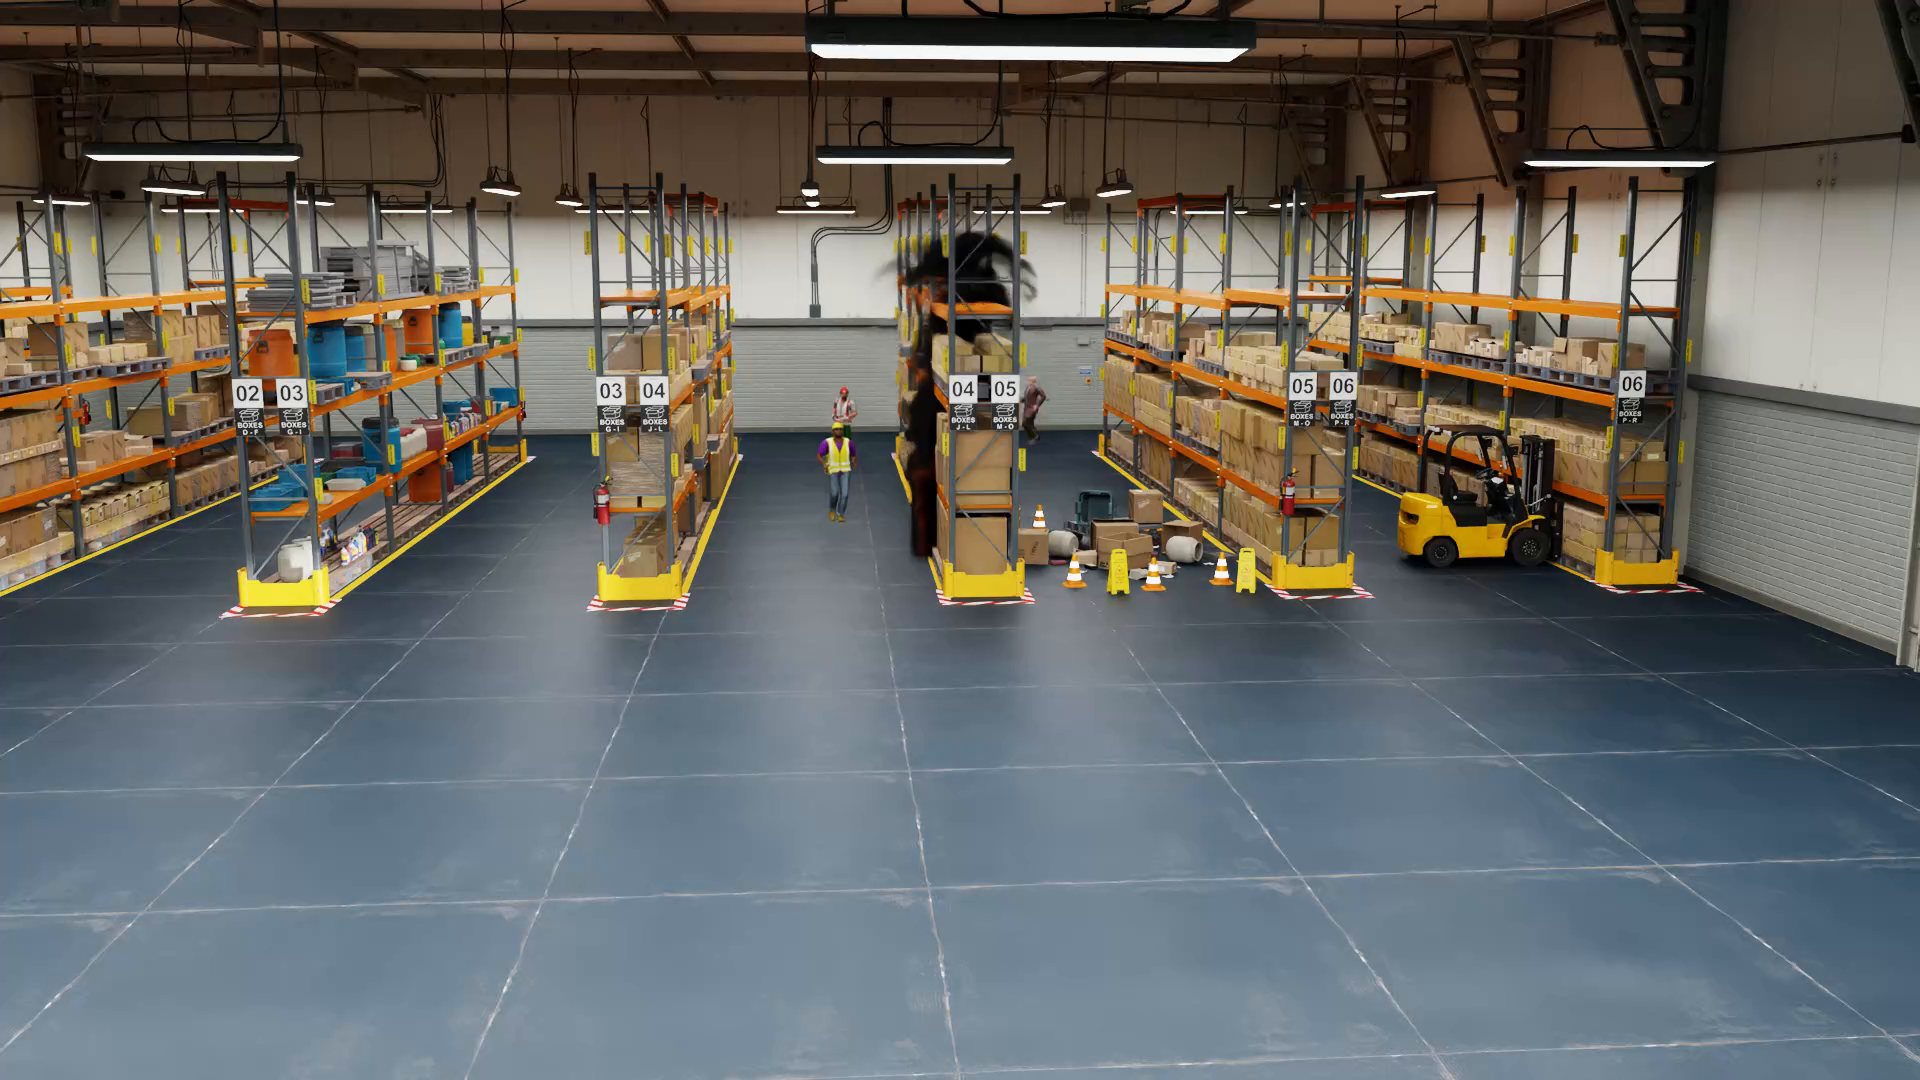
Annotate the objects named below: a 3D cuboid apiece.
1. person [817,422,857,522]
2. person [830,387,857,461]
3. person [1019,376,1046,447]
[{"bbox_3d":[-2.088,-1.166,28.688,0.698,1.737,0.558,-3,10,-15],"label":"person"},{"bbox_3d":[-2.702,-2.646,38.602,0.665,1.823,0.787,3,10,15],"label":"person"},{"bbox_3d":[1.760,-3.261,42.119,0.753,1.777,0.674,-4,11,-23],"label":"person"}]
